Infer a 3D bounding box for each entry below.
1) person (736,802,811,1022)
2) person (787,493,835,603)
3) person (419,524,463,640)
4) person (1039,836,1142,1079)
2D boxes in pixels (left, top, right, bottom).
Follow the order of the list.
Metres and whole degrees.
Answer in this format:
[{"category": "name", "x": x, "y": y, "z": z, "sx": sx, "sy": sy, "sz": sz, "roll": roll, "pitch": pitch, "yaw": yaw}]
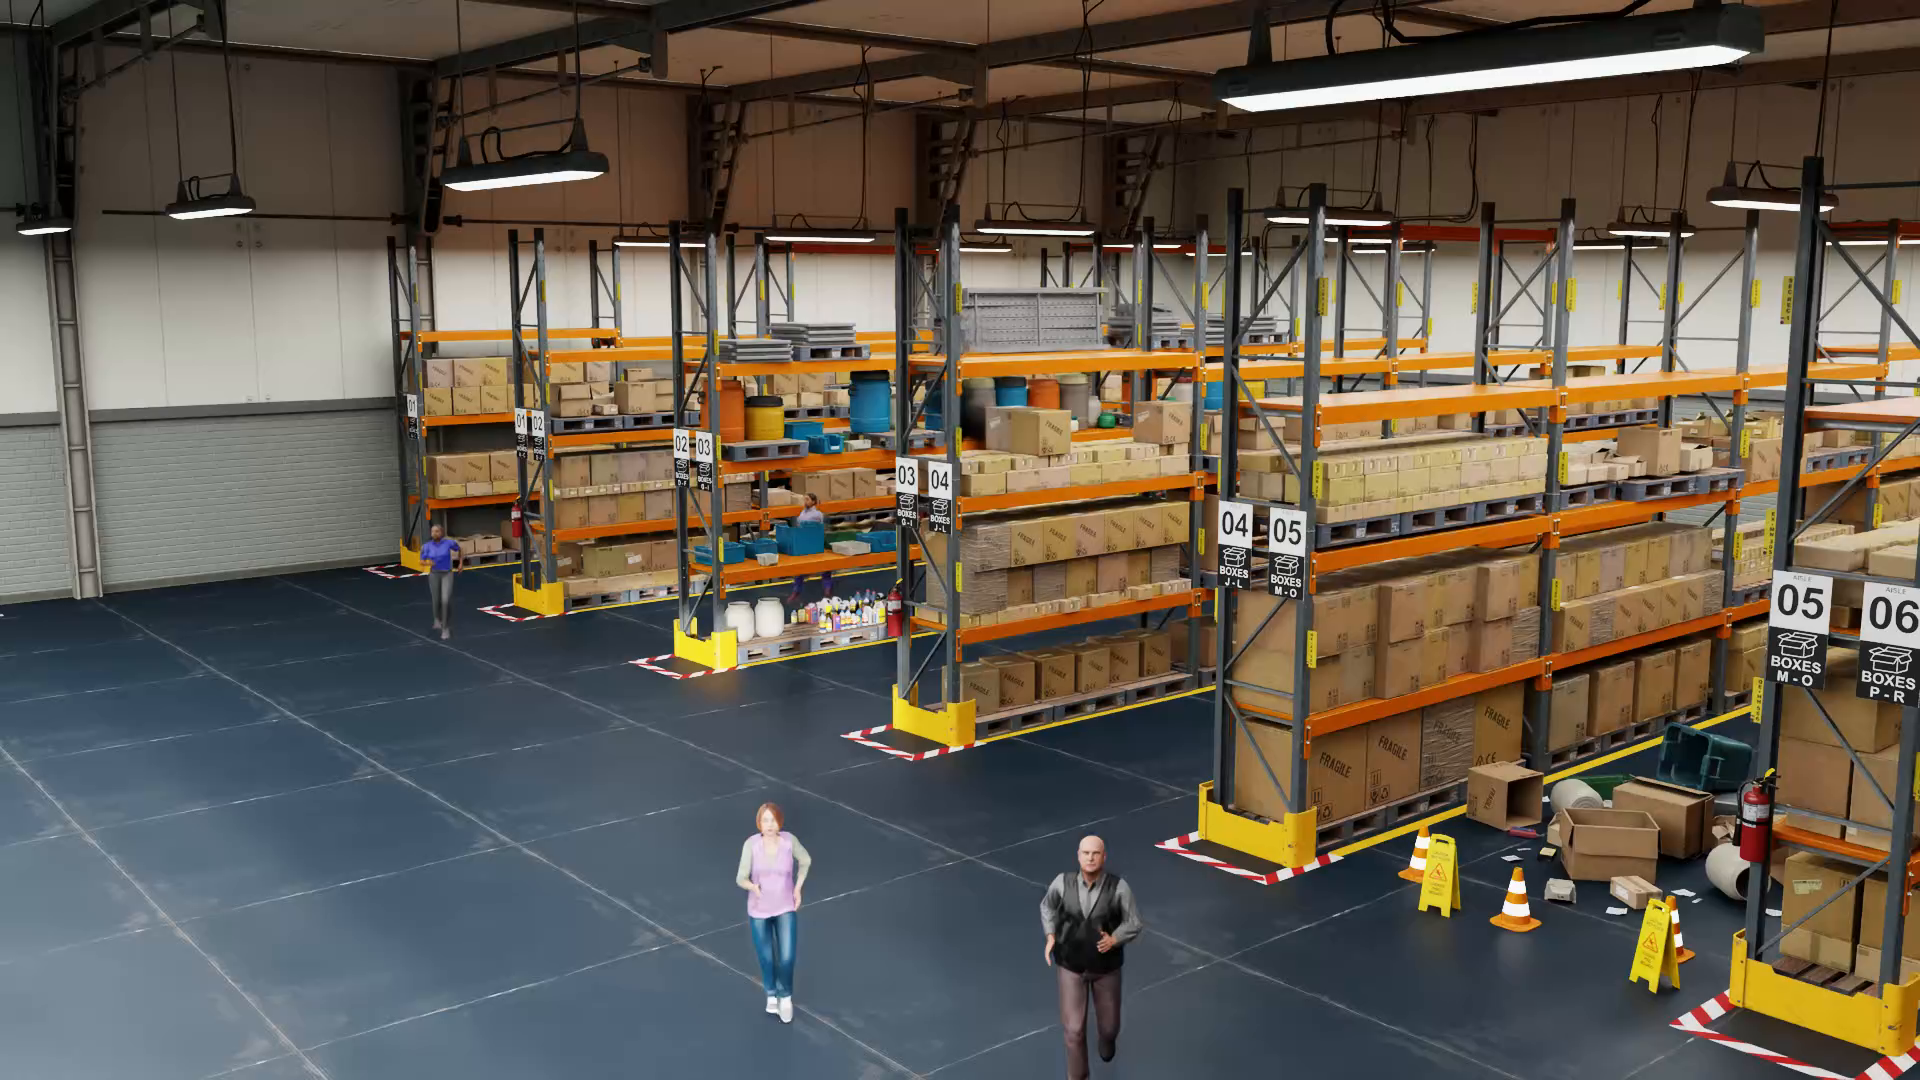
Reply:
[{"category": "person", "x": -1.299, "y": 2.614, "z": 11.613, "sx": 0.519, "sy": 1.582, "sz": 0.615, "roll": -1, "pitch": 9, "yaw": -5}, {"category": "person", "x": -2.319, "y": 0.111, "z": 25.695, "sx": 0.594, "sy": 1.664, "sz": 0.832, "roll": 8, "pitch": 12, "yaw": 40}, {"category": "person", "x": -7.648, "y": 0.600, "z": 24.562, "sx": 0.588, "sy": 1.693, "sz": 0.889, "roll": -1, "pitch": 9, "yaw": -9}, {"category": "person", "x": 0.824, "y": 2.716, "z": 10.618, "sx": 0.669, "sy": 1.696, "sz": 0.868, "roll": 1, "pitch": 9, "yaw": 8}]
